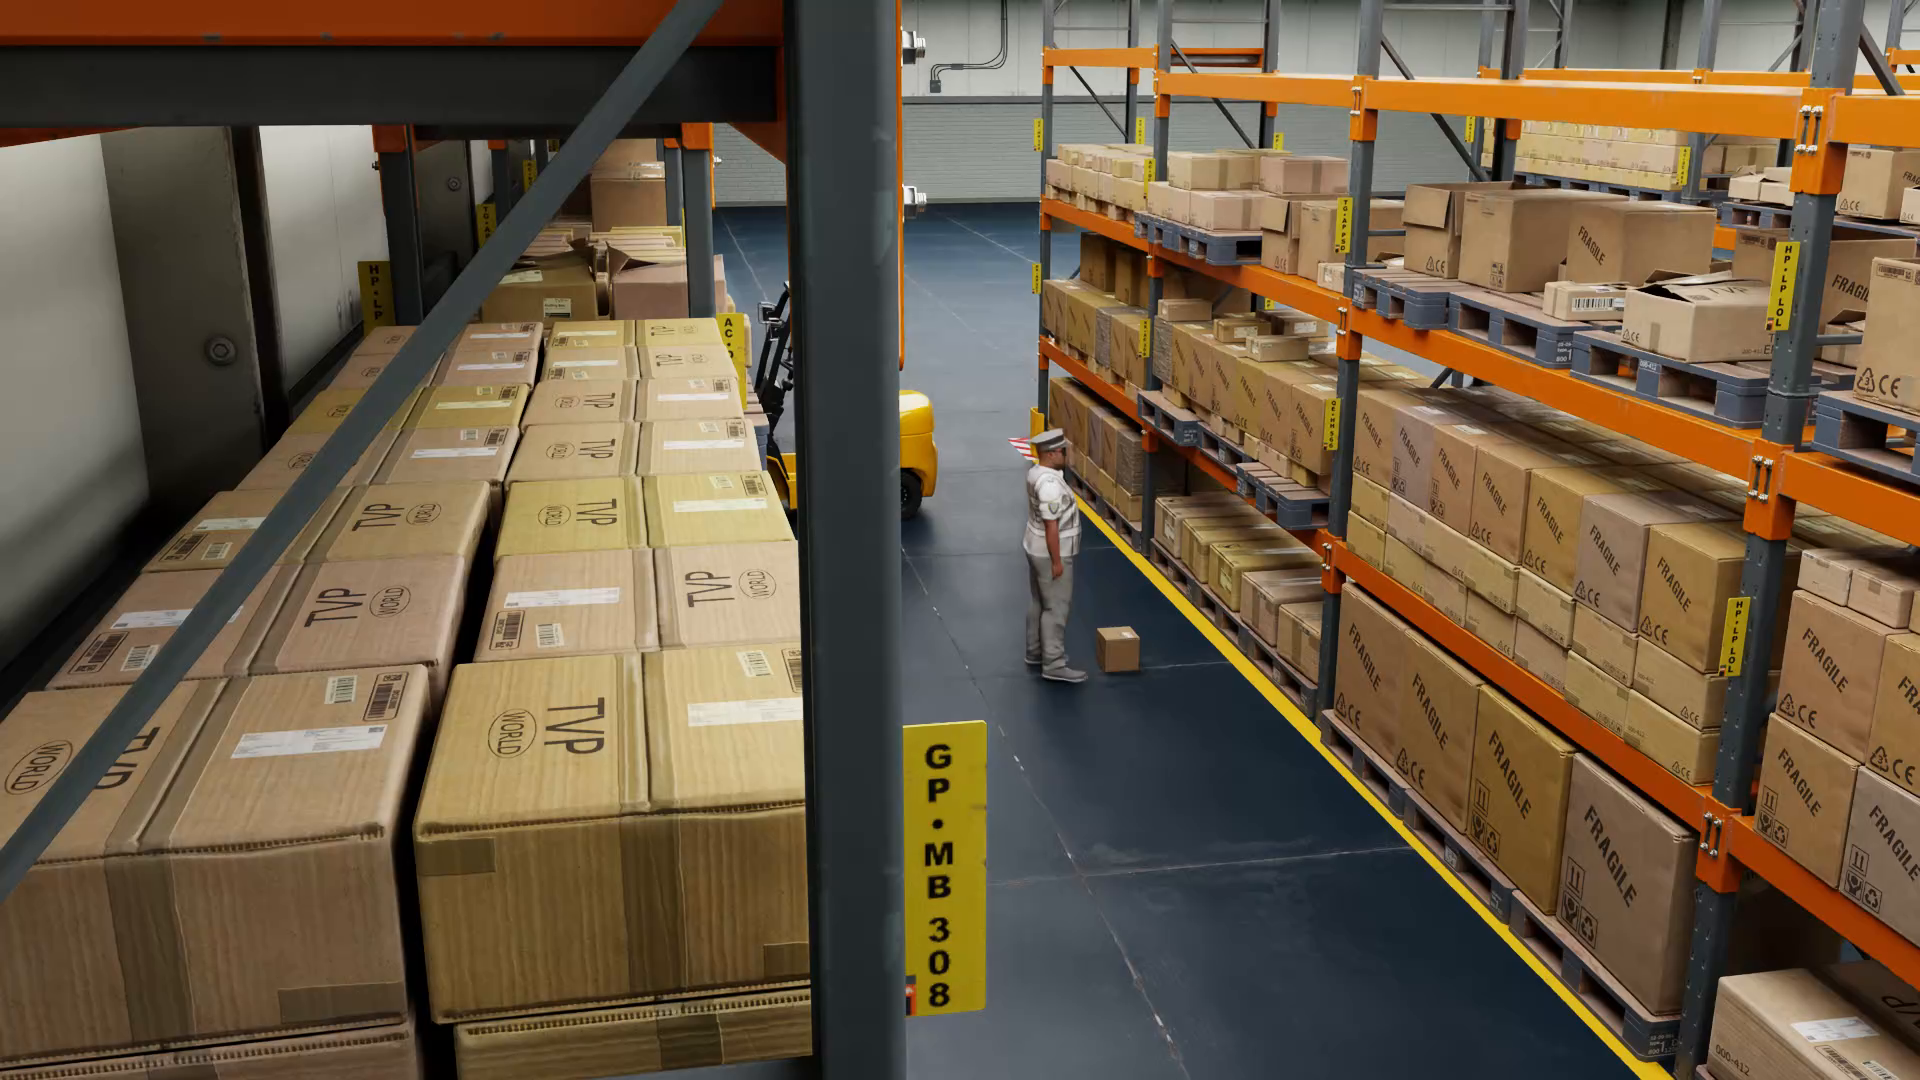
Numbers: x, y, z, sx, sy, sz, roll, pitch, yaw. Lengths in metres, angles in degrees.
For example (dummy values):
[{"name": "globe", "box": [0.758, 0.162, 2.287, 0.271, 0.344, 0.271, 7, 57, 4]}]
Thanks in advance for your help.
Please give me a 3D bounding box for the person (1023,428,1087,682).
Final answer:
[{"name": "person", "box": [0.661, 0.090, 11.695, 0.418, 1.781, 0.536, -3, 16, -10]}]
